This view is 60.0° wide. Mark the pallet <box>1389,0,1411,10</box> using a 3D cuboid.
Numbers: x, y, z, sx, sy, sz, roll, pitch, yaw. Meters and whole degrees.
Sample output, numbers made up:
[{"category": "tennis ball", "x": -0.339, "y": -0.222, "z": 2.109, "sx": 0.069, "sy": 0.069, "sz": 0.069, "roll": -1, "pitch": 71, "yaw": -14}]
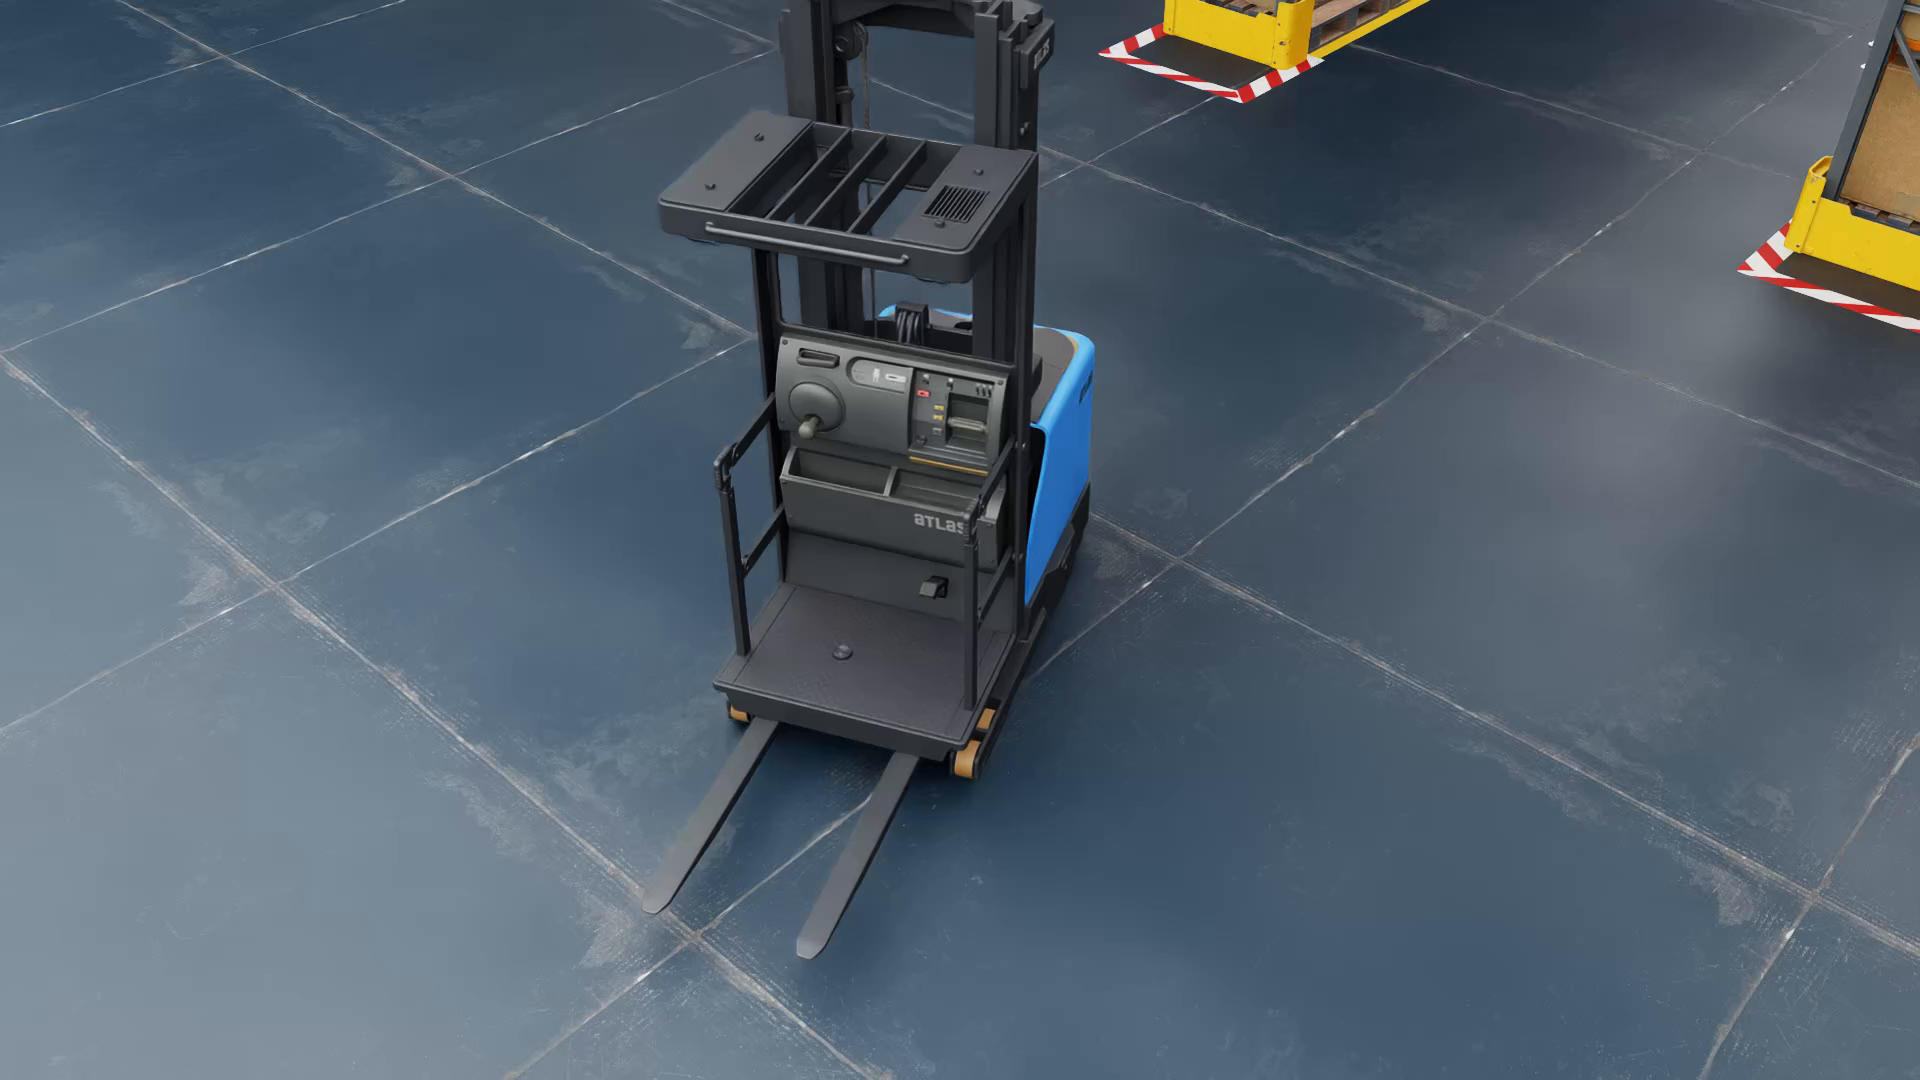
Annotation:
[{"category": "pallet", "x": 3.512, "y": -4.829, "z": 13.937, "sx": 1.003, "sy": 0.211, "sz": 1.213, "roll": 30, "pitch": 47, "yaw": 32}]

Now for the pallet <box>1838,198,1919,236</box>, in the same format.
[{"category": "pallet", "x": 6.138, "y": -2.149, "z": 10.567, "sx": 1.003, "sy": 0.211, "sz": 1.213, "roll": 30, "pitch": 47, "yaw": 32}]

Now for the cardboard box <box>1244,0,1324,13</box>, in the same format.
[{"category": "cardboard box", "x": 2.497, "y": -4.435, "z": 12.872, "sx": 0.500, "sy": 0.500, "sz": 0.500, "roll": -25, "pitch": 45, "yaw": -28}]

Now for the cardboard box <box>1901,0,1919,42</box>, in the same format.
[{"category": "cardboard box", "x": 5.874, "y": -3.089, "z": 9.387, "sx": 0.875, "sy": 0.550, "sz": 0.550, "roll": 30, "pitch": 47, "yaw": 32}]

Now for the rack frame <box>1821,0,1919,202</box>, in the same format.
[{"category": "rack frame", "x": 5.657, "y": -2.841, "z": 9.196, "sx": 1.000, "sy": 3.000, "sz": 0.127, "roll": 30, "pitch": 47, "yaw": 32}]

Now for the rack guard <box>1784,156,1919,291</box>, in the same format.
[{"category": "rack guard", "x": 5.640, "y": -1.851, "z": 9.960, "sx": 1.175, "sy": 0.500, "sz": 0.348, "roll": 30, "pitch": 47, "yaw": 32}]

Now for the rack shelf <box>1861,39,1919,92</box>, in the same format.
[{"category": "rack shelf", "x": 7.006, "y": -3.478, "z": 10.575, "sx": 1.077, "sy": 0.370, "sz": 4.000, "roll": 30, "pitch": 47, "yaw": 32}]

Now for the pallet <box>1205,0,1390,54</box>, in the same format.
[{"category": "pallet", "x": 2.689, "y": -4.272, "z": 13.236, "sx": 1.003, "sy": 0.211, "sz": 1.213, "roll": 30, "pitch": 47, "yaw": 32}]

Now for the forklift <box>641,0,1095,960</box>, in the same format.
[{"category": "forklift", "x": -0.340, "y": -0.460, "z": 6.257, "sx": 1.130, "sy": 2.935, "sz": 3.031, "roll": 12, "pitch": 40, "yaw": 15}]

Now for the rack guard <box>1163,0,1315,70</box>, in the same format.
[{"category": "rack guard", "x": 2.115, "y": -4.026, "z": 12.695, "sx": 1.175, "sy": 0.500, "sz": 0.348, "roll": 30, "pitch": 47, "yaw": 32}]

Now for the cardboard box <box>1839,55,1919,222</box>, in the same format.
[{"category": "cardboard box", "x": 6.065, "y": -2.513, "z": 10.153, "sx": 0.875, "sy": 0.875, "sz": 0.875, "roll": 30, "pitch": 47, "yaw": 32}]

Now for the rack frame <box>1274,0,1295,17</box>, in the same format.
[{"category": "rack frame", "x": 2.064, "y": -4.970, "z": 11.873, "sx": 1.000, "sy": 3.000, "sz": 0.127, "roll": 30, "pitch": 47, "yaw": 32}]
